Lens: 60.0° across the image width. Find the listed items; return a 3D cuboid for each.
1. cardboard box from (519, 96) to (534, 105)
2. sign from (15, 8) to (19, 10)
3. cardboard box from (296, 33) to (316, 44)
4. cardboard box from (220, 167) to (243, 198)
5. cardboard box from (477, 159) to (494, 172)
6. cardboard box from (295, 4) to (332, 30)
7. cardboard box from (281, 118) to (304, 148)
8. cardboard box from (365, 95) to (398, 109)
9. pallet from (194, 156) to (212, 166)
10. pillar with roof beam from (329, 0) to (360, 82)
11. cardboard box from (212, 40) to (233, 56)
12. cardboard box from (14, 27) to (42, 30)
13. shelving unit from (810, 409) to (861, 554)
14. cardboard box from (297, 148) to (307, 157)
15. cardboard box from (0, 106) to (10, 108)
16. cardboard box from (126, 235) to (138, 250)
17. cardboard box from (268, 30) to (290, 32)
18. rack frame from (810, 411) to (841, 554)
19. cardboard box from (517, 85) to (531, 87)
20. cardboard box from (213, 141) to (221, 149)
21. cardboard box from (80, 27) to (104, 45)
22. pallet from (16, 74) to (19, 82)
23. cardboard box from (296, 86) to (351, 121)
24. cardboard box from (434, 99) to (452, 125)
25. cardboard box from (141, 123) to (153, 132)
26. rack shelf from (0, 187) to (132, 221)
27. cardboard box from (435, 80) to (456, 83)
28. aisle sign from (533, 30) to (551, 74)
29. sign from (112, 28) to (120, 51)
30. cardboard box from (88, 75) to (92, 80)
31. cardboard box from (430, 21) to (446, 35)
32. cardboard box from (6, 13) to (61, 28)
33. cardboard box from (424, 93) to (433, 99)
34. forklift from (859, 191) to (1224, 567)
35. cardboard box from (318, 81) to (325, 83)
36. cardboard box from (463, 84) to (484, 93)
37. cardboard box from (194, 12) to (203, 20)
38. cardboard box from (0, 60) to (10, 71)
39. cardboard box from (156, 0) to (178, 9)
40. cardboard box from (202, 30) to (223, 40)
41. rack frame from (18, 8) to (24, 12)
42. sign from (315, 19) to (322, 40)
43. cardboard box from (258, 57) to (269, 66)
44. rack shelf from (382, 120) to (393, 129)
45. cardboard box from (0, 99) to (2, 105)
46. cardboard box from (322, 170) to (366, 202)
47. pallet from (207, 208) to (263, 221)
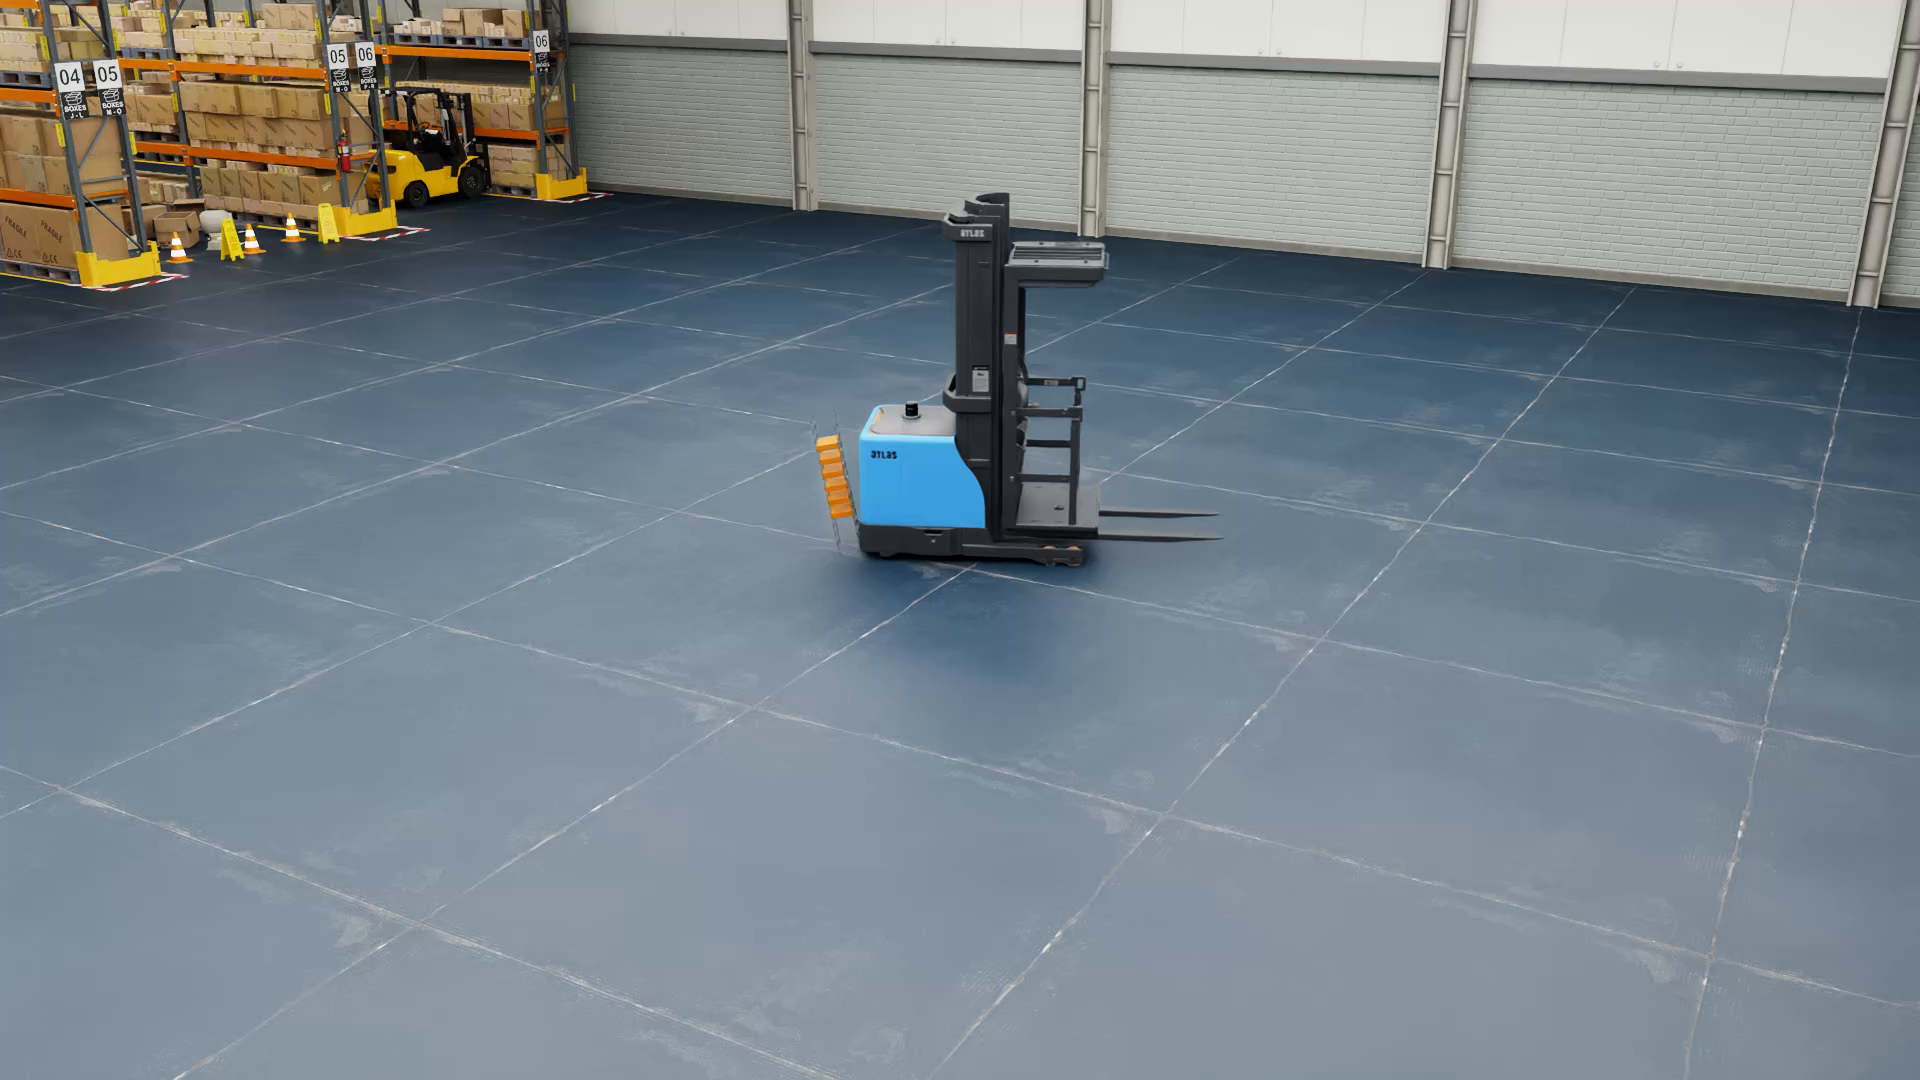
[{"bbox_3d":[-8.454,-8.668,32.764,0.250,0.149,0.380,11,23,28],"label":"cardboard box"},{"bbox_3d":[-22.247,-12.662,39.192,0.005,0.325,0.100,11,23,27],"label":"sign"},{"bbox_3d":[-11.078,-8.553,28.345,0.250,0.149,0.380,11,23,28],"label":"cardboard box"},{"bbox_3d":[-13.068,-6.522,30.263,0.500,0.500,0.500,12,23,29],"label":"cardboard box"},{"bbox_3d":[-9.486,-7.636,33.700,0.500,0.250,0.500,10,22,26],"label":"cardboard box"},{"bbox_3d":[-13.597,-11.011,35.014,0.500,0.500,0.500,11,23,29],"label":"cardboard box"},{"bbox_3d":[-11.475,-7.143,29.076,0.500,0.500,0.500,11,23,27],"label":"cardboard box"},{"bbox_3d":[-12.060,-9.177,34.752,0.500,0.250,0.500,10,22,26],"label":"cardboard box"},{"bbox_3d":[-16.693,-8.700,38.039,1.213,0.211,1.003,11,23,27],"label":"pallet"},{"bbox_3d":[-15.521,-11.262,32.216,0.400,9.000,9.100,11,23,27],"label":"pillar with roof beam"},{"bbox_3d":[-12.788,-8.683,29.289,0.500,0.250,0.500,11,23,28],"label":"cardboard box"},{"bbox_3d":[-14.003,-7.646,25.083,0.250,0.149,0.380,10,22,27],"label":"cardboard box"},{"bbox_3d":[-1.035,-0.494,13.942,0.189,1.200,0.258,-10,20,3],"label":"shelving unit"},{"bbox_3d":[-11.352,-6.802,29.086,0.250,0.149,0.380,10,22,26],"label":"cardboard box"},{"bbox_3d":[-15.408,-6.488,26.049,0.550,0.550,0.875,11,23,27],"label":"cardboard box"},{"bbox_3d":[-13.851,-5.015,27.802,0.258,0.266,0.396,16,25,36],"label":"cardboard box"},{"bbox_3d":[-11.956,-8.913,29.336,0.250,0.149,0.380,11,23,28],"label":"cardboard box"},{"bbox_3d":[-1.125,-0.478,13.947,0.006,1.200,0.240,-10,20,3],"label":"rack frame"},{"bbox_3d":[-8.653,-9.046,33.371,0.250,0.149,0.380,11,23,28],"label":"cardboard box"},{"bbox_3d":[-13.313,-7.201,30.186,0.250,0.149,0.380,11,23,27],"label":"cardboard box"},{"bbox_3d":[-16.071,-9.407,31.350,0.637,0.503,0.797,11,23,27],"label":"cardboard box"},{"bbox_3d":[-14.480,-7.064,25.172,1.213,0.211,1.003,11,23,27],"label":"pallet"},{"bbox_3d":[-10.985,-7.540,28.704,0.500,0.500,0.700,10,22,26],"label":"cardboard box"},{"bbox_3d":[-10.341,-8.737,33.905,0.500,0.500,0.500,11,22,27],"label":"cardboard box"},{"bbox_3d":[-14.972,-7.693,30.926,0.250,0.149,0.380,10,22,26],"label":"cardboard box"},{"bbox_3d":[-14.504,-5.367,25.818,4.000,0.370,1.077,11,23,27],"label":"rack shelf"},{"bbox_3d":[-10.644,-9.441,34.460,0.250,0.149,0.380,11,22,27],"label":"cardboard box"},{"bbox_3d":[-8.101,-9.465,32.248,0.004,0.787,0.394,11,23,27],"label":"aisle sign"},{"bbox_3d":[-12.482,-7.395,24.557,0.005,0.325,0.100,11,23,27],"label":"sign"},{"bbox_3d":[-20.409,-11.019,39.028,0.500,0.500,0.500,11,23,29],"label":"cardboard box"},{"bbox_3d":[-10.359,-10.261,33.290,0.258,0.266,0.396,10,22,26],"label":"cardboard box"},{"bbox_3d":[-17.819,-9.868,32.003,0.637,0.503,0.797,9,22,24],"label":"cardboard box"},{"bbox_3d":[-10.710,-9.087,33.919,0.250,0.149,0.380,11,23,28],"label":"cardboard box"},{"bbox_3d":[0.705,-1.345,13.774,3.031,2.935,1.130,2,20,5],"label":"forklift"},{"bbox_3d":[-13.698,-9.872,36.084,0.250,0.149,0.380,11,22,27],"label":"cardboard box"},{"bbox_3d":[-9.772,-9.084,33.474,0.250,0.149,0.380,11,23,28],"label":"cardboard box"},{"bbox_3d":[-16.576,-11.524,36.535,0.250,0.149,0.380,11,23,27],"label":"cardboard box"},{"bbox_3d":[-13.878,-6.991,24.445,0.250,0.149,0.380,11,23,28],"label":"cardboard box"},{"bbox_3d":[-17.943,-12.144,37.607,0.258,0.266,0.396,11,23,27],"label":"cardboard box"},{"bbox_3d":[-13.125,-8.913,29.338,0.250,0.149,0.380,11,22,27],"label":"cardboard box"},{"bbox_3d":[-21.983,-13.823,39.275,0.127,3.000,1.000,11,23,27],"label":"rack frame"},{"bbox_3d":[-10.720,-8.528,27.779,0.005,0.325,0.100,11,23,27],"label":"sign"},{"bbox_3d":[-11.984,-8.353,28.963,0.250,0.149,0.380,10,22,26],"label":"cardboard box"},{"bbox_3d":[-13.253,-9.001,35.836,4.000,0.370,1.077,11,23,27],"label":"rack shelf"},{"bbox_3d":[-18.877,-8.886,32.851,0.500,0.500,0.500,11,23,27],"label":"cardboard box"},{"bbox_3d":[-11.022,-6.341,29.764,0.500,0.500,0.500,10,22,26],"label":"cardboard box"},{"bbox_3d":[-13.321,-6.117,30.918,1.213,0.211,1.003,11,23,27],"label":"pallet"}]
